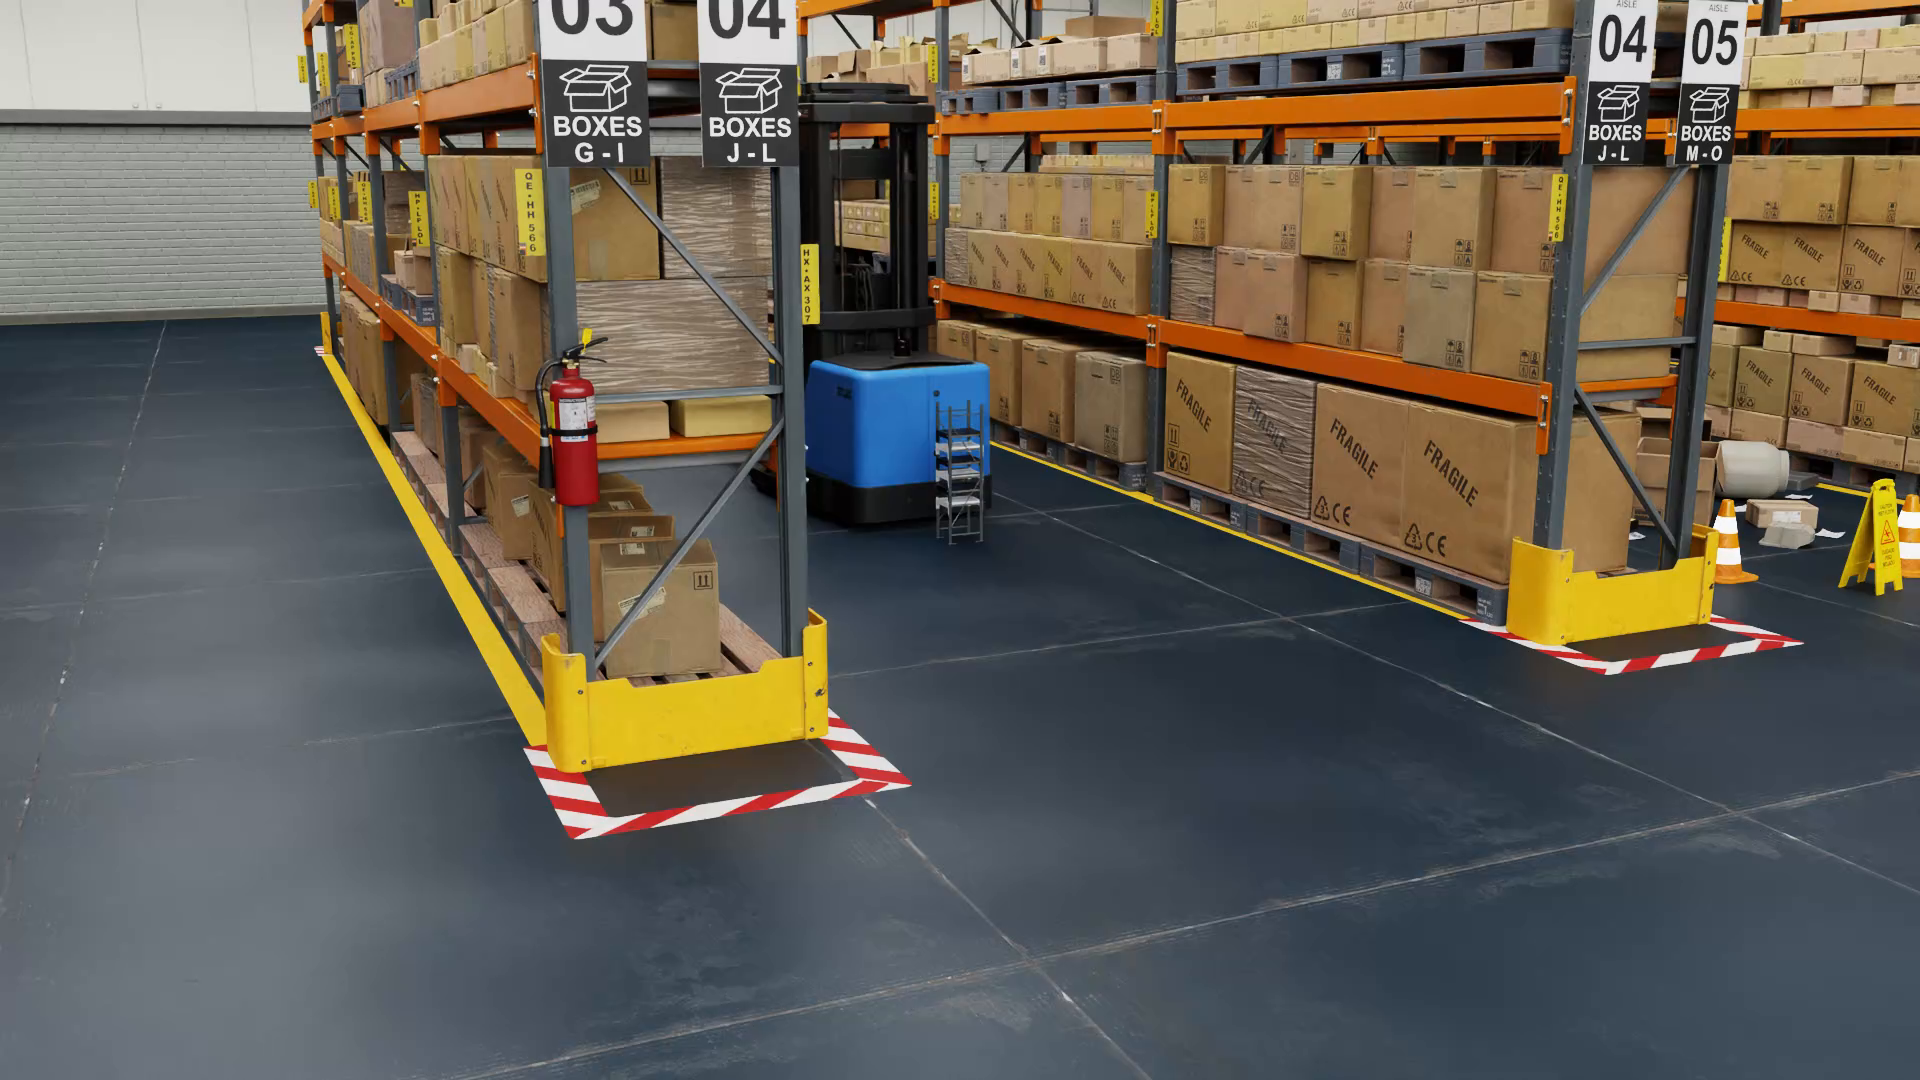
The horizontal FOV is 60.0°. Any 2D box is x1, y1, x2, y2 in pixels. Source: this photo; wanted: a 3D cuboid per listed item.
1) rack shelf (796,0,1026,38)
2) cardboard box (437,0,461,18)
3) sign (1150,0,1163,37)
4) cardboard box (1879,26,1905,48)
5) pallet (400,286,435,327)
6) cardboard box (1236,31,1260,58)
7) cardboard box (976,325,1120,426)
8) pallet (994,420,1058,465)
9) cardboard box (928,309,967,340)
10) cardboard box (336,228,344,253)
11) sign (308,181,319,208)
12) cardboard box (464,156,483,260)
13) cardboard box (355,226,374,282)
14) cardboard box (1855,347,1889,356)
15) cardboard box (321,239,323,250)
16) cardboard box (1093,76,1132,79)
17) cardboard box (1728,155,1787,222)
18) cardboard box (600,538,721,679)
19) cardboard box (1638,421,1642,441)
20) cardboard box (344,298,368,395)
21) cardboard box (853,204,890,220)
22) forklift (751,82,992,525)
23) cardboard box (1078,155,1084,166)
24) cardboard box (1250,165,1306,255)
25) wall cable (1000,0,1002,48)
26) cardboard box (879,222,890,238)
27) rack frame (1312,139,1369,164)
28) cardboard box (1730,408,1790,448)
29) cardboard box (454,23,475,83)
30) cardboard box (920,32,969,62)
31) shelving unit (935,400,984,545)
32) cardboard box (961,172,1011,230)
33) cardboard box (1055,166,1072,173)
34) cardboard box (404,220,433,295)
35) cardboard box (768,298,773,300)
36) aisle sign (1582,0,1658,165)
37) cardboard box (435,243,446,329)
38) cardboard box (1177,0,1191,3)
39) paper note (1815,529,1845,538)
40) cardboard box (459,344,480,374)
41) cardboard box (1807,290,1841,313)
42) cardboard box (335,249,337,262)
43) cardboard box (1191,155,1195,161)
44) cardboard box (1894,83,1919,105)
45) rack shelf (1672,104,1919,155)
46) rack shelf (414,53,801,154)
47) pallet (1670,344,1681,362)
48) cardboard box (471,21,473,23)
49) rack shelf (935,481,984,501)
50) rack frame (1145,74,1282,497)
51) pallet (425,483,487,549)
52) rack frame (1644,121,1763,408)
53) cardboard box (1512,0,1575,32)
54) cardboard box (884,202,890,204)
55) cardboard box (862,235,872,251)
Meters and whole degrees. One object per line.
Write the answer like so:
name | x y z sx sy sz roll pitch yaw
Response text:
rack shelf | -0.546 -5.451 16.949 1.077 0.370 4.000 -6 14 -23
cardboard box | -2.825 -3.230 10.359 0.797 0.503 0.637 -6 14 -26
sign | 1.364 -3.650 11.491 0.100 0.325 0.005 -6 14 -23
cardboard box | 6.878 -3.621 12.001 0.380 0.149 0.250 -5 14 -22
pallet | -3.499 -1.735 12.139 1.003 0.211 1.213 -6 14 -23
cardboard box | 1.996 -3.164 10.639 0.380 0.149 0.250 -6 14 -24
cardboard box | 0.770 -1.455 14.562 1.050 0.750 0.750 -5 14 -22
pallet | 0.987 -0.881 14.208 1.003 0.211 1.213 -6 14 -23
cardboard box | -0.259 -2.130 16.372 0.500 0.250 0.500 -6 14 -24
cardboard box | -6.350 -3.199 17.714 0.500 0.250 0.500 -6 14 -24
sign | -8.045 -4.298 20.692 0.100 0.325 0.005 -6 14 -23
cardboard box | -2.168 -1.663 8.305 0.500 0.500 0.500 -6 14 -23
cardboard box | -5.363 -2.678 15.565 0.500 0.500 0.500 -5 14 -22
cardboard box | 7.246 -1.224 13.011 0.500 0.500 0.500 -5 14 -20
cardboard box | -7.695 -3.661 20.592 0.380 0.149 0.250 -5 14 -22
cardboard box | 1.302 -3.889 13.514 0.396 0.266 0.258 -6 14 -23
cardboard box | 6.515 -2.765 13.066 0.700 0.500 0.500 -6 14 -23
cardboard box | -1.360 0.302 7.525 0.500 0.500 0.500 -3 13 -13
cardboard box | 4.549 -0.652 12.272 0.797 0.637 0.503 -6 14 -23
cardboard box | -5.299 -1.915 16.270 1.225 0.875 0.875 -6 14 -25
cardboard box | -0.877 -3.360 17.041 0.380 0.149 0.250 -5 14 -20
forklift | -0.922 -1.814 12.209 1.130 2.935 3.031 -7 15 -27
cardboard box | 1.879 -5.321 23.330 0.380 0.149 0.250 -5 14 -22
cardboard box | 2.391 -2.127 10.680 0.875 0.550 0.550 -6 14 -23
wall cable | -0.301 -8.921 29.459 2.355 3.000 0.029 -6 14 -23
cardboard box | -0.576 -3.058 16.396 0.380 0.149 0.250 -5 14 -22
rack frame | 6.092 -5.231 26.817 1.000 3.000 0.127 -6 14 -23
cardboard box | 6.566 -0.912 13.324 0.500 0.250 0.500 -5 14 -20
cardboard box | -2.158 -2.359 8.089 0.500 0.250 0.500 -6 14 -24
cardboard box | -0.145 -4.604 15.538 0.396 0.266 0.258 -6 14 -23
shelving unit | -0.003 -0.440 10.776 0.258 0.900 0.210 -6 14 -23
cardboard box | 0.426 -3.103 15.185 0.700 0.500 0.500 -6 14 -23
cardboard box | 1.690 -5.086 23.755 0.500 0.500 0.500 -6 14 -24
cardboard box | -3.507 -2.012 11.750 0.797 0.503 0.637 -4 14 -17
cardboard box | -2.505 -3.010 21.295 0.380 0.149 0.250 -5 14 -22
aisle sign | 3.213 -2.233 8.099 0.394 0.787 0.004 -6 14 -23
cardboard box | -2.604 -1.502 9.827 0.875 0.500 0.500 -6 14 -23
cardboard box | 1.692 -3.709 11.227 0.380 0.149 0.250 -5 14 -22
paper note | 5.752 -0.045 10.996 0.148 0.019 0.142 -12 18 -42
cardboard box | -2.532 -1.005 9.117 0.380 0.149 0.250 -6 14 -23
cardboard box | 6.689 -1.821 12.641 0.380 0.149 0.250 -6 14 -23
cardboard box | -6.663 -3.130 18.300 0.380 0.149 0.250 -5 14 -22
cardboard box | 3.142 -4.947 21.715 0.380 0.149 0.250 -5 14 -22
cardboard box | 6.900 -3.177 11.847 0.380 0.149 0.250 -6 14 -24
rack shelf | 7.154 -3.000 12.123 1.077 0.370 4.000 -6 14 -23
rack shelf | -1.926 -2.105 8.255 1.077 0.370 4.000 -6 14 -23
pallet | 9.032 -2.377 20.672 1.003 0.211 1.213 -6 14 -23
cardboard box | -2.188 -2.579 8.155 0.380 0.149 0.250 -5 14 -22
rack shelf | -0.003 -0.320 10.803 0.258 0.077 0.200 -6 14 -23
rack frame | 1.858 -1.834 12.143 1.000 3.000 0.127 -6 14 -23
pallet | -3.041 -0.209 11.306 1.003 0.211 1.213 -6 14 -23
rack frame | 6.353 -2.302 14.165 1.000 3.000 0.127 -6 14 -23
cardboard box | 3.016 -2.638 8.368 0.380 0.149 0.250 -6 14 -23
cardboard box | -0.597 -3.580 17.990 0.380 0.149 0.250 -6 14 -25
cardboard box | -0.771 -3.015 16.871 0.380 0.149 0.250 -6 14 -25
